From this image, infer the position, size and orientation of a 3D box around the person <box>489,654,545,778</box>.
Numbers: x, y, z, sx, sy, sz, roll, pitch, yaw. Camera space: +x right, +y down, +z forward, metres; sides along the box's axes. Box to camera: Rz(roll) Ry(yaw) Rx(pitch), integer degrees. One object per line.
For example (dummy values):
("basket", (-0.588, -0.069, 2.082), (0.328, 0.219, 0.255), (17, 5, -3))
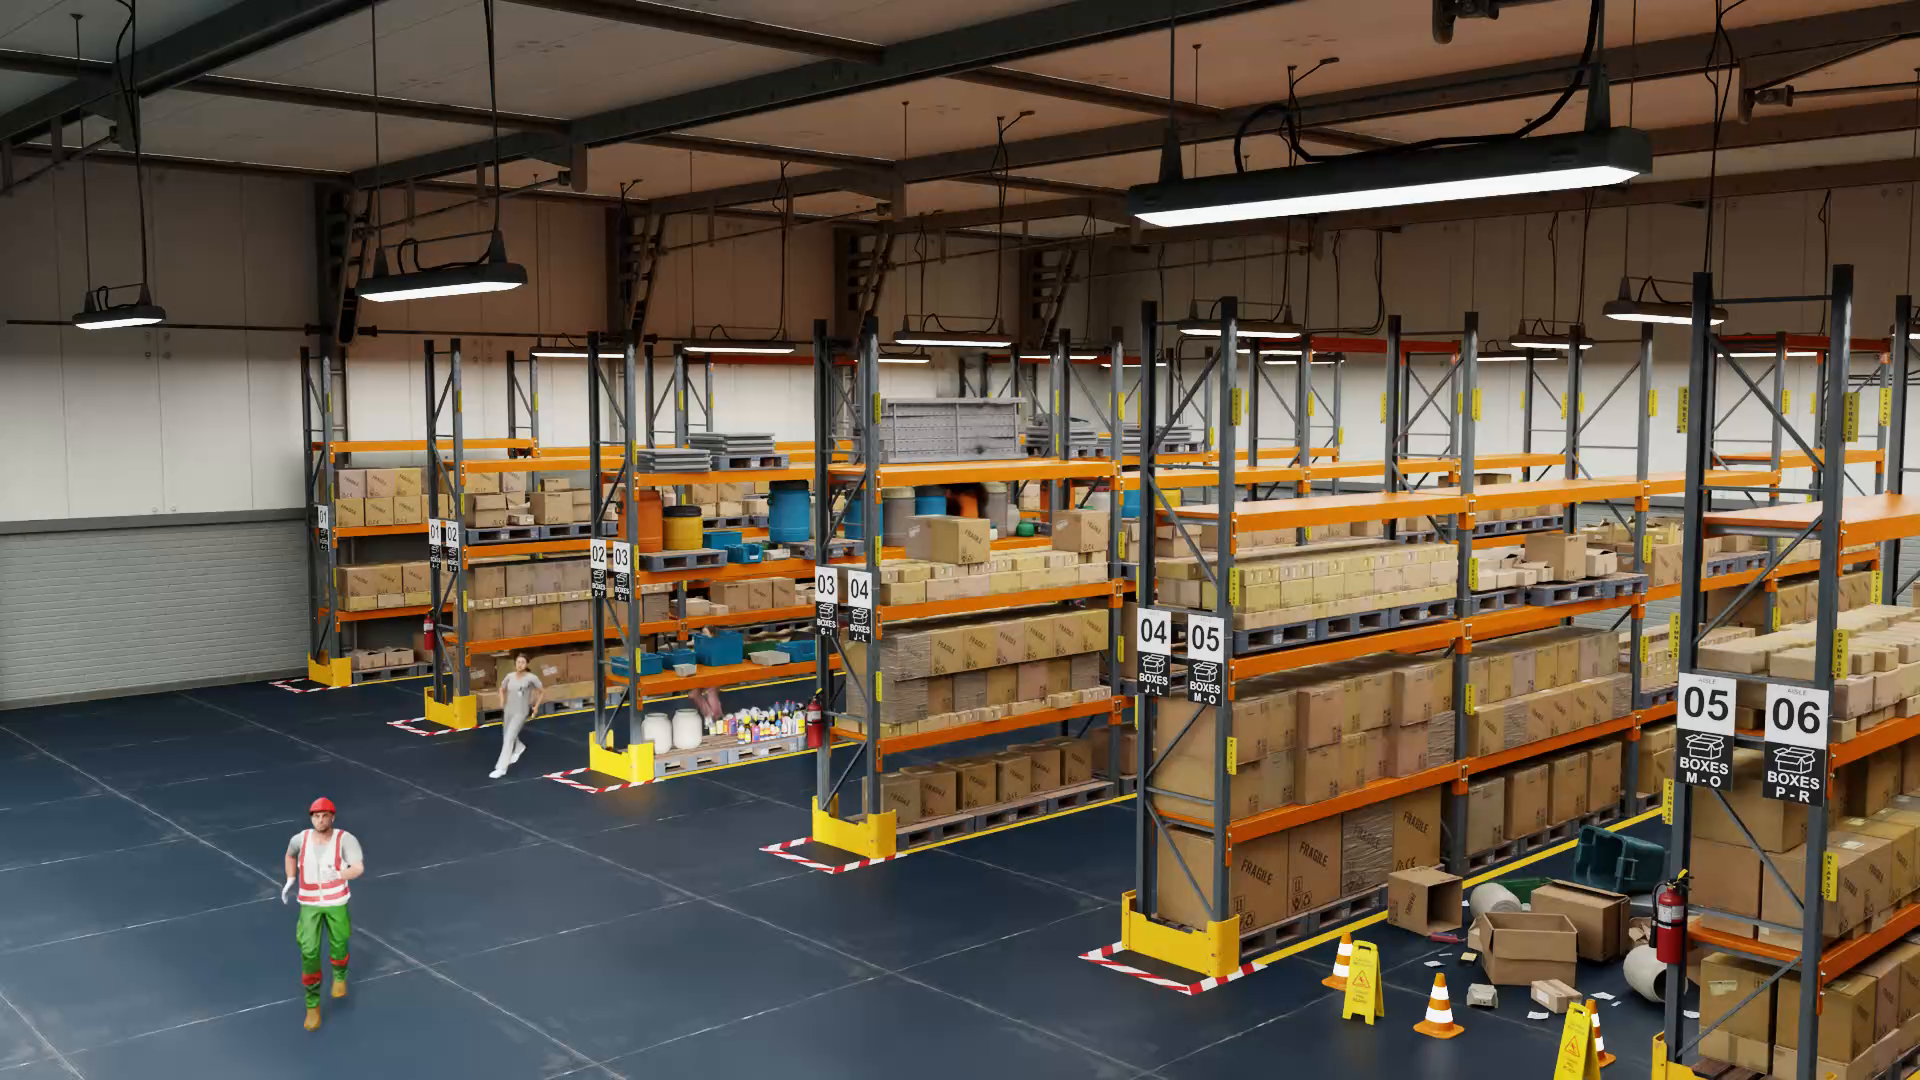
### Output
("person", (-5.990, 2.352, 22.574), (0.632, 1.631, 0.933), (1, 5, 14))

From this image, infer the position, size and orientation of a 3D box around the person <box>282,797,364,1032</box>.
("person", (-5.287, 3.044, 13.825), (0.654, 1.834, 0.835), (-1, 5, -16))

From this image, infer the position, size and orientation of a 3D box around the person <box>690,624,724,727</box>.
("person", (-3.864, 2.096, 25.473), (0.551, 1.626, 0.688), (3, 6, 32))
